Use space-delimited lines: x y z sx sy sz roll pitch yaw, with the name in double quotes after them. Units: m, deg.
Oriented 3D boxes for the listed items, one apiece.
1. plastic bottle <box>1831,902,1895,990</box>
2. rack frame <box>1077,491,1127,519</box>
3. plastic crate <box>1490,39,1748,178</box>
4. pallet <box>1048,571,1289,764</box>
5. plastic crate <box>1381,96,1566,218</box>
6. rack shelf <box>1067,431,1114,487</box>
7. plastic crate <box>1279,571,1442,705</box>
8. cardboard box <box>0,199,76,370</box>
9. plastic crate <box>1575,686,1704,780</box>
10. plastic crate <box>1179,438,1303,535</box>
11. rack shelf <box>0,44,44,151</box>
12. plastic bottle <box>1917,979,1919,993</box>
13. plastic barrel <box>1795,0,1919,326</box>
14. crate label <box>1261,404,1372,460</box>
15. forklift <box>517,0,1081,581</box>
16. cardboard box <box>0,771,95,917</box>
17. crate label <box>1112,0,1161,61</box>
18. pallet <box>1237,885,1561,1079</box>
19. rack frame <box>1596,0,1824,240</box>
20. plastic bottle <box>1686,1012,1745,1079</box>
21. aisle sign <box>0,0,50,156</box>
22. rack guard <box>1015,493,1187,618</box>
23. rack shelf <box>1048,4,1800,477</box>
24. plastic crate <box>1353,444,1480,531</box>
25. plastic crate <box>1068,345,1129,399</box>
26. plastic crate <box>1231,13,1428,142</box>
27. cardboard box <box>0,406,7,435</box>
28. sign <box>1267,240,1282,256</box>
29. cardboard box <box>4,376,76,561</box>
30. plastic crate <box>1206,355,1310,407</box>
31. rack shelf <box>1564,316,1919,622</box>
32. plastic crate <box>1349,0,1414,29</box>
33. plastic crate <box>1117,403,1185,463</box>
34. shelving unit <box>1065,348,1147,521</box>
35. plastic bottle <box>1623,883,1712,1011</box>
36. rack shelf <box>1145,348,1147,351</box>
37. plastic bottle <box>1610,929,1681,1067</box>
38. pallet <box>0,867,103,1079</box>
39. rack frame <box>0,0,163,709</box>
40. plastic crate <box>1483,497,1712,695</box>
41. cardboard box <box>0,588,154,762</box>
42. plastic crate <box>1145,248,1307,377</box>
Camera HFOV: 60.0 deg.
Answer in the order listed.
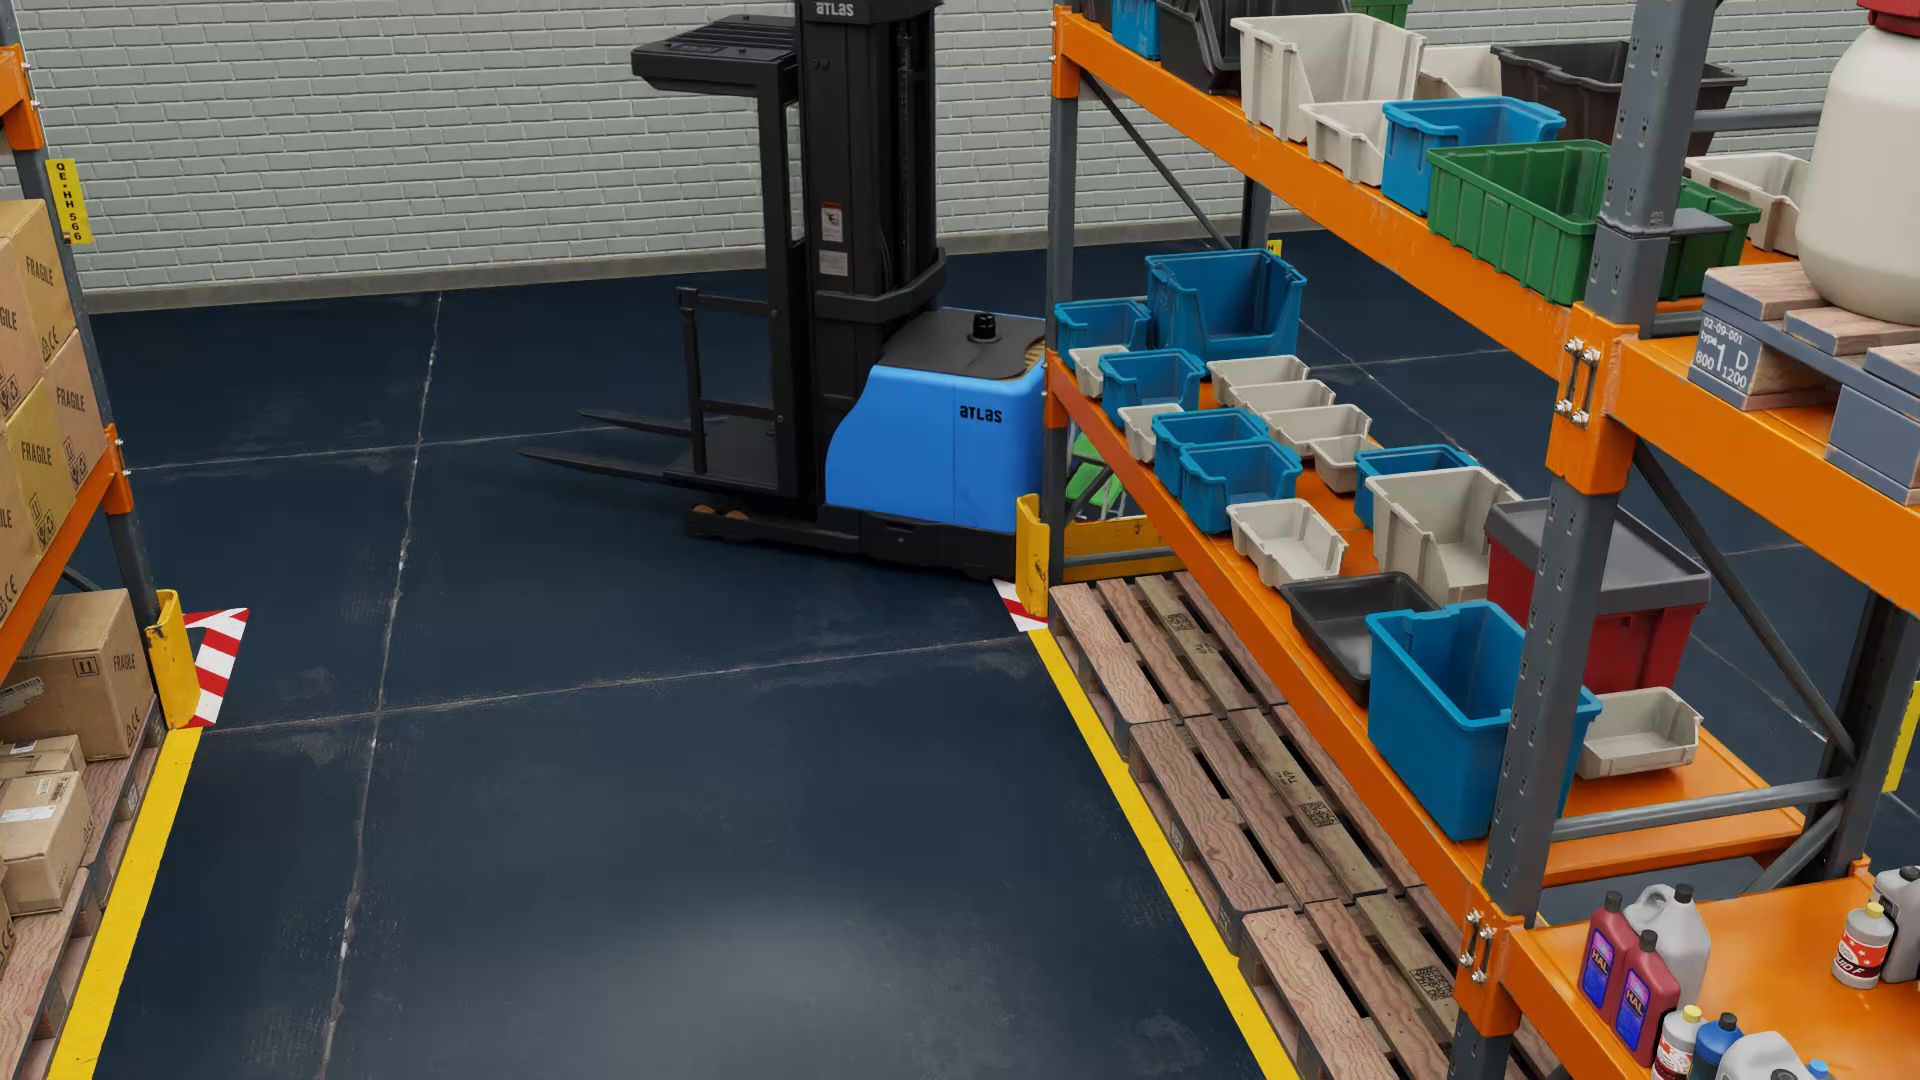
2.076 0.922 3.815 0.097 0.201 0.097 0 27 0 "plastic bottle"
0.808 -0.618 8.614 0.240 1.200 0.015 15 30 14 "rack frame"
1.776 -1.182 4.579 0.497 0.269 0.590 -6 27 -12 "plastic crate"
1.036 0.527 7.472 1.003 0.211 1.213 -6 27 -12 "pallet"
1.273 -0.960 4.179 0.416 0.233 0.300 -6 27 -12 "plastic crate"
0.720 -0.458 8.439 0.258 0.148 0.480 15 30 14 "rack shelf"
1.275 0.304 5.057 0.437 0.125 0.590 -6 27 -12 "plastic crate"
-3.571 -0.906 5.996 0.500 0.500 0.500 -6 27 -12 "cardboard box"
1.824 0.544 4.569 0.396 0.136 0.243 -6 27 -12 "plastic crate"
0.987 -0.184 5.906 0.416 0.233 0.300 -6 27 -12 "plastic crate"
-3.488 -0.723 4.322 1.077 0.370 4.000 -6 27 -12 "rack shelf"
2.246 0.949 3.761 0.097 0.201 0.097 0 27 0 "plastic bottle"
1.664 -0.659 2.780 0.433 0.535 0.433 0 27 0 "plastic barrel"
1.386 -0.405 6.449 0.396 0.136 0.243 -6 27 -12 "crate label"
-0.926 -1.503 8.475 3.031 2.935 1.130 9 28 18 "forklift"
-3.392 1.082 5.840 0.500 0.250 0.500 -6 27 -12 "cardboard box"
0.781 -1.919 6.059 0.408 0.251 0.502 -6 27 -12 "crate label"
1.586 1.598 5.350 1.003 0.211 1.213 -6 27 -12 "pallet"
1.789 -2.006 2.738 1.000 3.000 0.127 -6 27 -12 "rack frame"
1.552 1.084 3.416 0.097 0.271 0.097 0 27 0 "plastic bottle"
-3.656 -1.804 6.111 0.394 0.787 0.004 -6 27 -12 "aisle sign"
0.870 0.023 8.150 1.175 0.500 0.348 -6 27 -12 "rack guard"
1.339 -1.224 5.315 1.077 0.370 4.000 -6 27 -12 "rack shelf"
1.600 -0.160 5.858 0.416 0.233 0.300 -6 27 -12 "plastic crate"
0.614 -0.702 7.038 0.250 0.136 0.298 -6 27 -12 "plastic crate"
1.087 -1.366 4.930 0.437 0.282 0.530 -6 27 -12 "plastic crate"
-3.335 -0.457 5.106 0.500 0.500 0.500 -5 27 -10 "cardboard box"
1.420 -1.220 7.657 0.100 0.325 0.005 -6 27 -12 "sign"
-3.452 -0.231 5.767 0.500 0.500 0.500 -6 27 -11 "cardboard box"
1.248 -0.653 6.942 0.396 0.136 0.243 -6 27 -12 "plastic crate"
2.240 0.532 1.836 1.077 0.370 4.000 -6 27 -12 "rack shelf"
1.388 -1.924 6.140 0.450 0.188 0.336 -6 27 -12 "plastic crate"
0.767 -0.404 6.448 0.250 0.136 0.298 -6 27 -12 "plastic crate"
0.727 -0.514 8.408 0.258 1.200 0.503 15 30 14 "shelving unit"
1.562 0.899 3.694 0.144 0.351 0.185 -6 27 -12 "plastic bottle"
0.773 -0.875 8.207 0.258 0.148 0.480 15 30 14 "rack shelf"
1.486 0.987 3.595 0.061 0.283 0.133 -6 27 -12 "plastic bottle"
-3.470 1.580 5.385 1.003 0.211 1.213 -6 27 -12 "pallet"
-3.939 -0.583 6.575 1.000 3.000 0.127 -6 27 -12 "rack frame"
1.832 0.199 4.889 0.402 0.464 0.583 -6 27 -12 "plastic crate"
-3.576 0.551 6.616 0.500 0.500 0.500 -6 27 -12 "cardboard box"
1.145 -0.998 7.293 0.616 0.435 0.499 -6 27 -12 "plastic crate"
